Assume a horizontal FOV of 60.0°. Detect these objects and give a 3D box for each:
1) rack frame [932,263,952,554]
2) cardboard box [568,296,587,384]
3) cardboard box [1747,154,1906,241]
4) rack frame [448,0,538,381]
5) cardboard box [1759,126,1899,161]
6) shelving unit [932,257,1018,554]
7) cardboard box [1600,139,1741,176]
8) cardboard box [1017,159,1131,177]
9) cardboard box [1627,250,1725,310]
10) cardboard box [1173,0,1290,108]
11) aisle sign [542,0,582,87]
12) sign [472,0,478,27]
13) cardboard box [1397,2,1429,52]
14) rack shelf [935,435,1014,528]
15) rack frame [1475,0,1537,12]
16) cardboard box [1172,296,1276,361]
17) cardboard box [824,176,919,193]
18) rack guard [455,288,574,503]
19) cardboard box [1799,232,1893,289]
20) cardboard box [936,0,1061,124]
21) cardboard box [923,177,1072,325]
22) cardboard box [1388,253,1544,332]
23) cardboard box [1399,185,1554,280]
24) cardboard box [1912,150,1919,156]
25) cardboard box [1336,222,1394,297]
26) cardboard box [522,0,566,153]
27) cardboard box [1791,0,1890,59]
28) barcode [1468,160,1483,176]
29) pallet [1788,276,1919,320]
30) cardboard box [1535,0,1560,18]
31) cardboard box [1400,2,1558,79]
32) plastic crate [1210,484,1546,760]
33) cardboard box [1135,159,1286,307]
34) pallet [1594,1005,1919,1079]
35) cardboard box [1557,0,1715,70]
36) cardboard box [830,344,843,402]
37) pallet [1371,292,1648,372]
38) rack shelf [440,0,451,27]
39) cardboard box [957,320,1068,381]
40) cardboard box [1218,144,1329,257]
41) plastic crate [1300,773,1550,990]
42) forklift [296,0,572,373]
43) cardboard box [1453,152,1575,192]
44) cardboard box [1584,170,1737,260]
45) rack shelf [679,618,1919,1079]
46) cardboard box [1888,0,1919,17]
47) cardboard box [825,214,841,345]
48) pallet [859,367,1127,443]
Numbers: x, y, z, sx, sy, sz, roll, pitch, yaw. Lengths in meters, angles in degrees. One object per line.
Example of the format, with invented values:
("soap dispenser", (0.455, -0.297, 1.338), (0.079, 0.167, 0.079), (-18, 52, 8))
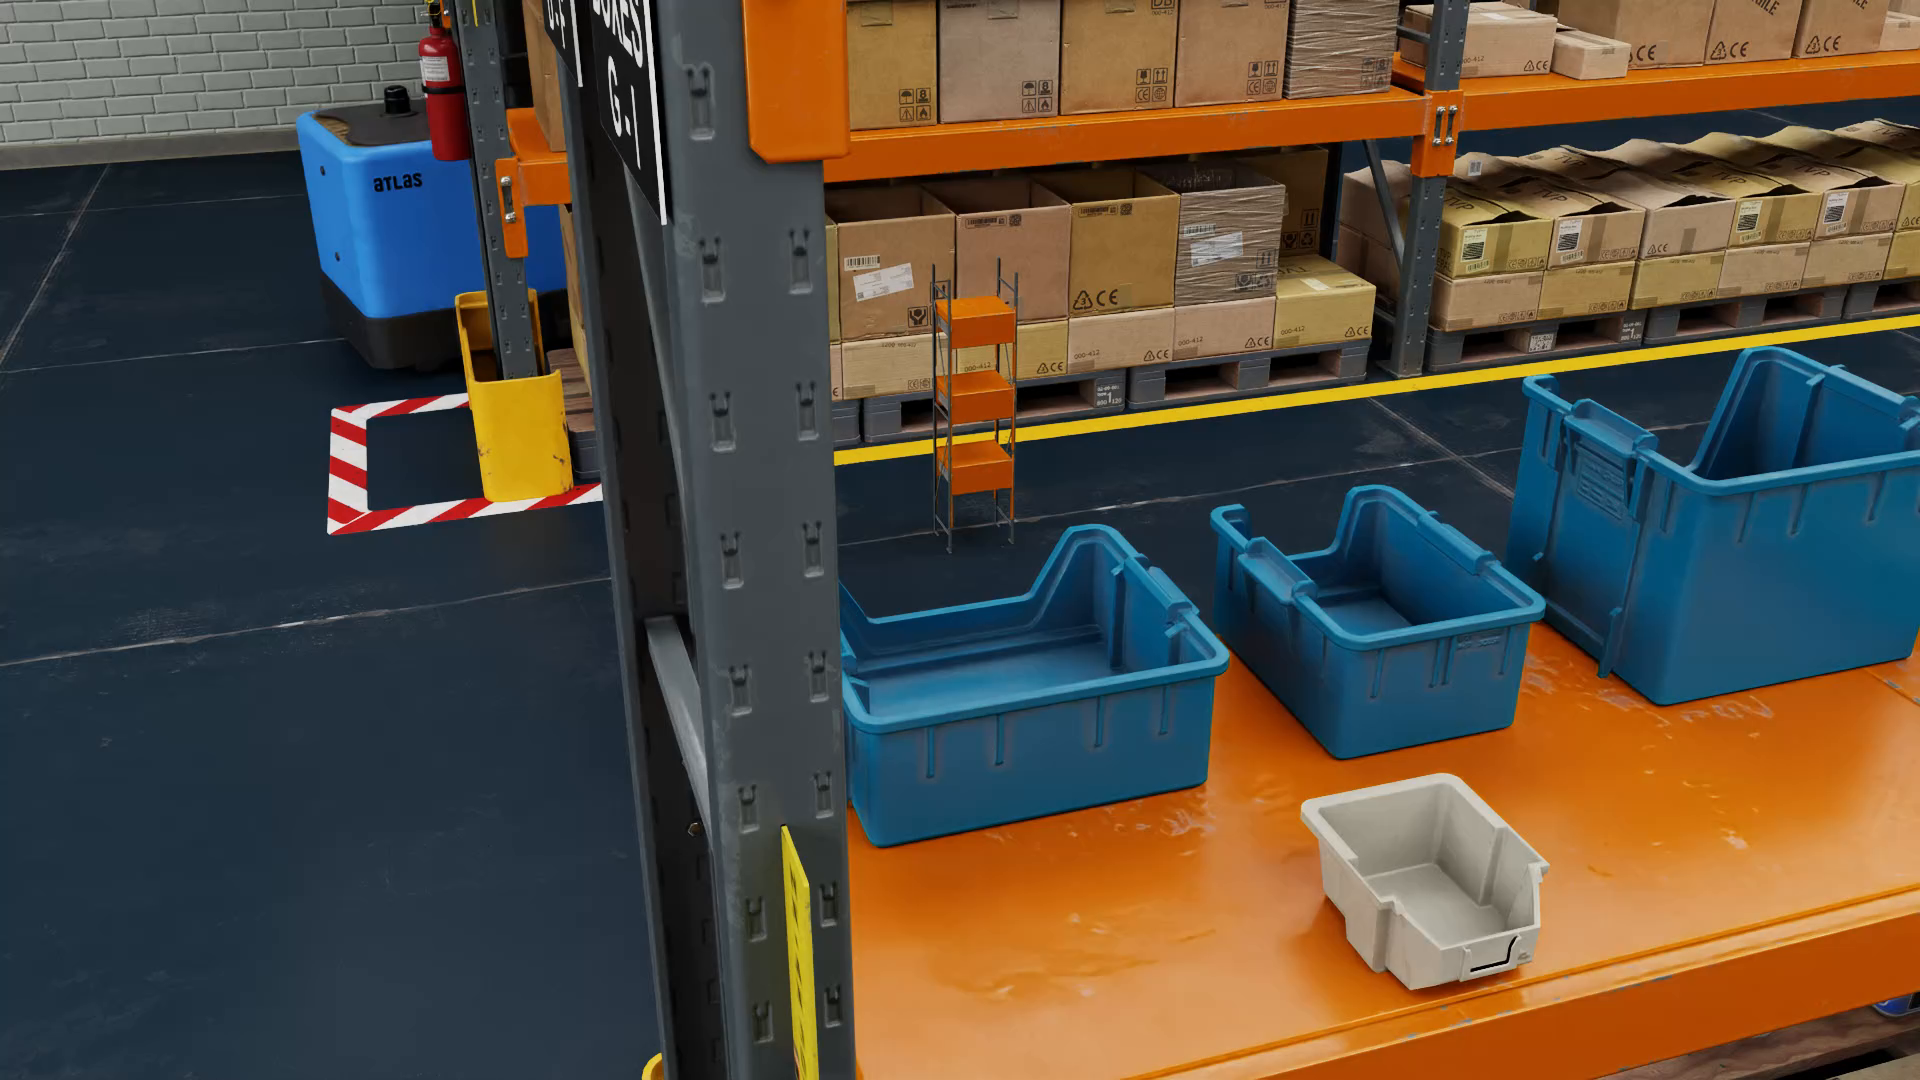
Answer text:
("rack frame", (-0.065, -0.461, 5.998), (0.008, 1.050, 0.200), (-8, 28, -16))
("cardboard box", (-1.437, -0.913, 7.335), (0.500, 0.250, 0.500), (-8, 28, -16))
("cardboard box", (4.357, -1.748, 8.387), (0.500, 0.311, 0.500), (-8, 28, -16))
("rack frame", (-1.855, -1.757, 6.417), (0.127, 3.000, 1.000), (-8, 28, -16))
("cardboard box", (4.666, -2.043, 8.981), (0.500, 0.311, 0.500), (-9, 28, -17))
("shelving unit", (0.051, -0.478, 6.031), (0.252, 1.050, 0.215), (-8, 28, -16))
("cardboard box", (3.692, -1.903, 8.698), (0.500, 0.311, 0.500), (-9, 28, -17))
("cardboard box", (0.460, -1.531, 7.738), (0.500, 0.500, 0.500), (-8, 28, -16))
("cardboard box", (3.387, -1.358, 8.232), (0.500, 0.250, 0.500), (-9, 28, -18))
("cardboard box", (1.029, -2.214, 7.224), (0.500, 0.500, 0.700), (-9, 28, -17))
("aisle sign", (-0.485, -0.943, 1.852), (0.004, 0.787, 0.394), (-8, 28, -16))
("sign", (-1.689, -1.945, 5.732), (0.005, 0.325, 0.100), (-8, 28, -16))
("cardboard box", (3.546, -3.909, 13.067), (0.500, 0.500, 0.700), (-8, 27, -15))
("rack shelf", (0.051, -0.219, 6.160), (0.240, 0.259, 0.215), (-8, 28, -16))
("rack frame", (4.214, -4.953, 12.854), (0.127, 3.000, 1.000), (-8, 28, -16))
("cardboard box", (1.097, -1.044, 7.599), (0.500, 0.250, 0.500), (-8, 28, -16))
("cardboard box", (-0.491, -1.393, 7.460), (0.500, 0.500, 0.500), (-8, 28, -16))
("rack guard", (-1.878, -0.635, 6.966), (0.348, 0.500, 1.175), (-8, 28, -16))
("cardboard box", (4.359, -1.500, 8.517), (0.500, 0.250, 0.500), (-8, 27, -15))
("cardboard box", (0.064, -2.075, 6.945), (0.500, 0.500, 0.700), (-7, 27, -15))
("cardboard box", (0.151, -1.235, 7.141), (0.500, 0.500, 0.500), (-8, 28, -16))
("cardboard box", (2.409, -1.216, 7.945), (0.500, 0.250, 0.500), (-9, 28, -17))
("cardboard box", (2.418, -1.468, 7.822), (0.500, 0.311, 0.500), (-8, 28, -16))
("cardboard box", (5.330, -1.891, 8.674), (0.500, 0.311, 0.500), (-8, 27, -15))
("cardboard box", (2.253, -1.444, 8.406), (0.500, 0.250, 0.500), (-9, 28, -17))
("cardboard box", (-1.407, -1.861, 6.513), (0.500, 0.500, 0.700), (-8, 28, -16))
("cardboard box", (4.161, -2.666, 8.134), (0.500, 0.500, 0.500), (-10, 28, -19))
("barcode", (2.320, -1.675, 7.487), (0.075, 0.075, 0.001), (-8, 28, -16))
("pallet", (4.957, -1.513, 9.061), (1.213, 0.211, 1.003), (-8, 28, -16))
("cardboard box", (4.954, -4.224, 13.330), (0.750, 0.750, 0.750), (-9, 28, -17))
("cardboard box", (2.403, -2.327, 7.733), (0.500, 0.250, 0.500), (-7, 27, -13))
("plastic crate", (0.678, 0.122, 2.799), (0.408, 0.251, 0.499), (-8, 28, -16))
("cardboard box", (1.096, -1.380, 7.434), (0.500, 0.500, 0.500), (-8, 28, -16))
("pallet", (1.665, 1.280, 3.434), (1.213, 0.211, 1.003), (-8, 28, -16))
("cardboard box", (3.185, -2.524, 7.849), (0.500, 0.500, 0.500), (-6, 27, -12))
("cardboard box", (-0.802, -0.764, 7.036), (0.500, 0.250, 0.500), (-8, 28, -16))
("pallet", (2.637, -1.177, 8.384), (1.213, 0.211, 1.003), (-8, 28, -16))
("rack shelf", (-1.491, -3.805, 11.349), (4.000, 0.370, 1.077), (-8, 28, -16))
("cardboard box", (0.151, -0.900, 7.309), (0.500, 0.250, 0.500), (-8, 28, -16))
("cardboard box", (1.410, -1.669, 8.016), (0.500, 0.500, 0.500), (-8, 28, -16))
("plastic crate", (0.626, 0.468, 2.230), (0.250, 0.136, 0.298), (-8, 28, -16))
("forklift", (-1.671, -2.570, 8.132), (3.031, 2.935, 1.130), (-15, 30, -28))
("cardboard box", (2.737, -1.767, 8.426), (0.500, 0.311, 0.500), (-7, 27, -15))
("cardboard box", (3.388, -1.606, 8.101), (0.500, 0.311, 0.500), (-9, 28, -18))
("rack shelf", (1.577, 0.384, 2.912), (4.000, 0.370, 1.077), (-8, 28, -16))
("cardboard box", (4.841, -2.778, 8.572), (0.500, 0.311, 0.500), (-9, 28, -17))
("cardboard box", (-0.801, -1.099, 6.868), (0.500, 0.500, 0.500), (-8, 28, -16))
("pallet", (0.017, -0.798, 7.620), (1.213, 0.211, 1.003), (-8, 28, -16))
